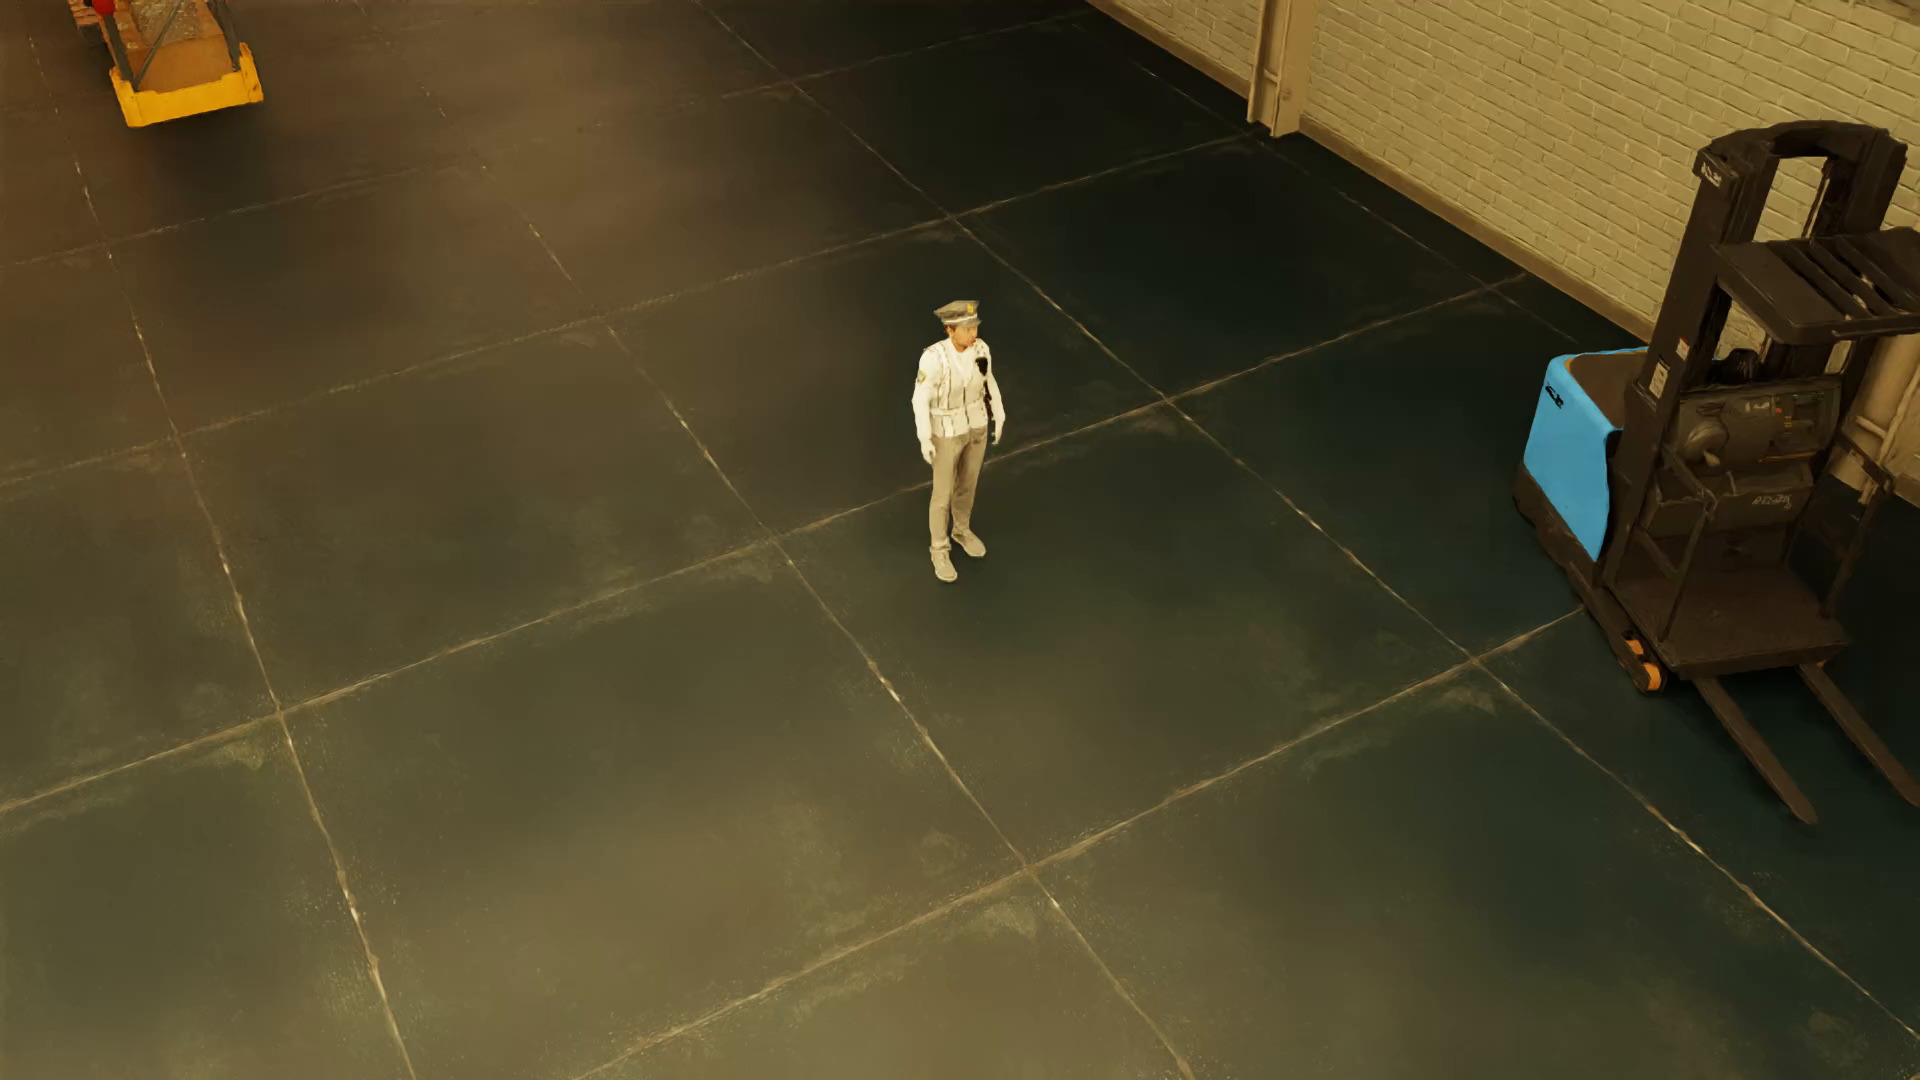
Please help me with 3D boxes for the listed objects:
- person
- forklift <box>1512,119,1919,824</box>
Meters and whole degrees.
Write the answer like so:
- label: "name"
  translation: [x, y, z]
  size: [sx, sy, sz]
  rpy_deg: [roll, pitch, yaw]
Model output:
- label: "person"
  translation: [0.028, -0.618, 9.738]
  size: [0.586, 1.695, 0.533]
  rpy_deg: [-20, 44, -23]
- label: "forklift"
  translation: [4.280, -0.535, 8.681]
  size: [1.130, 2.935, 3.031]
  rpy_deg: [-7, 40, -8]
